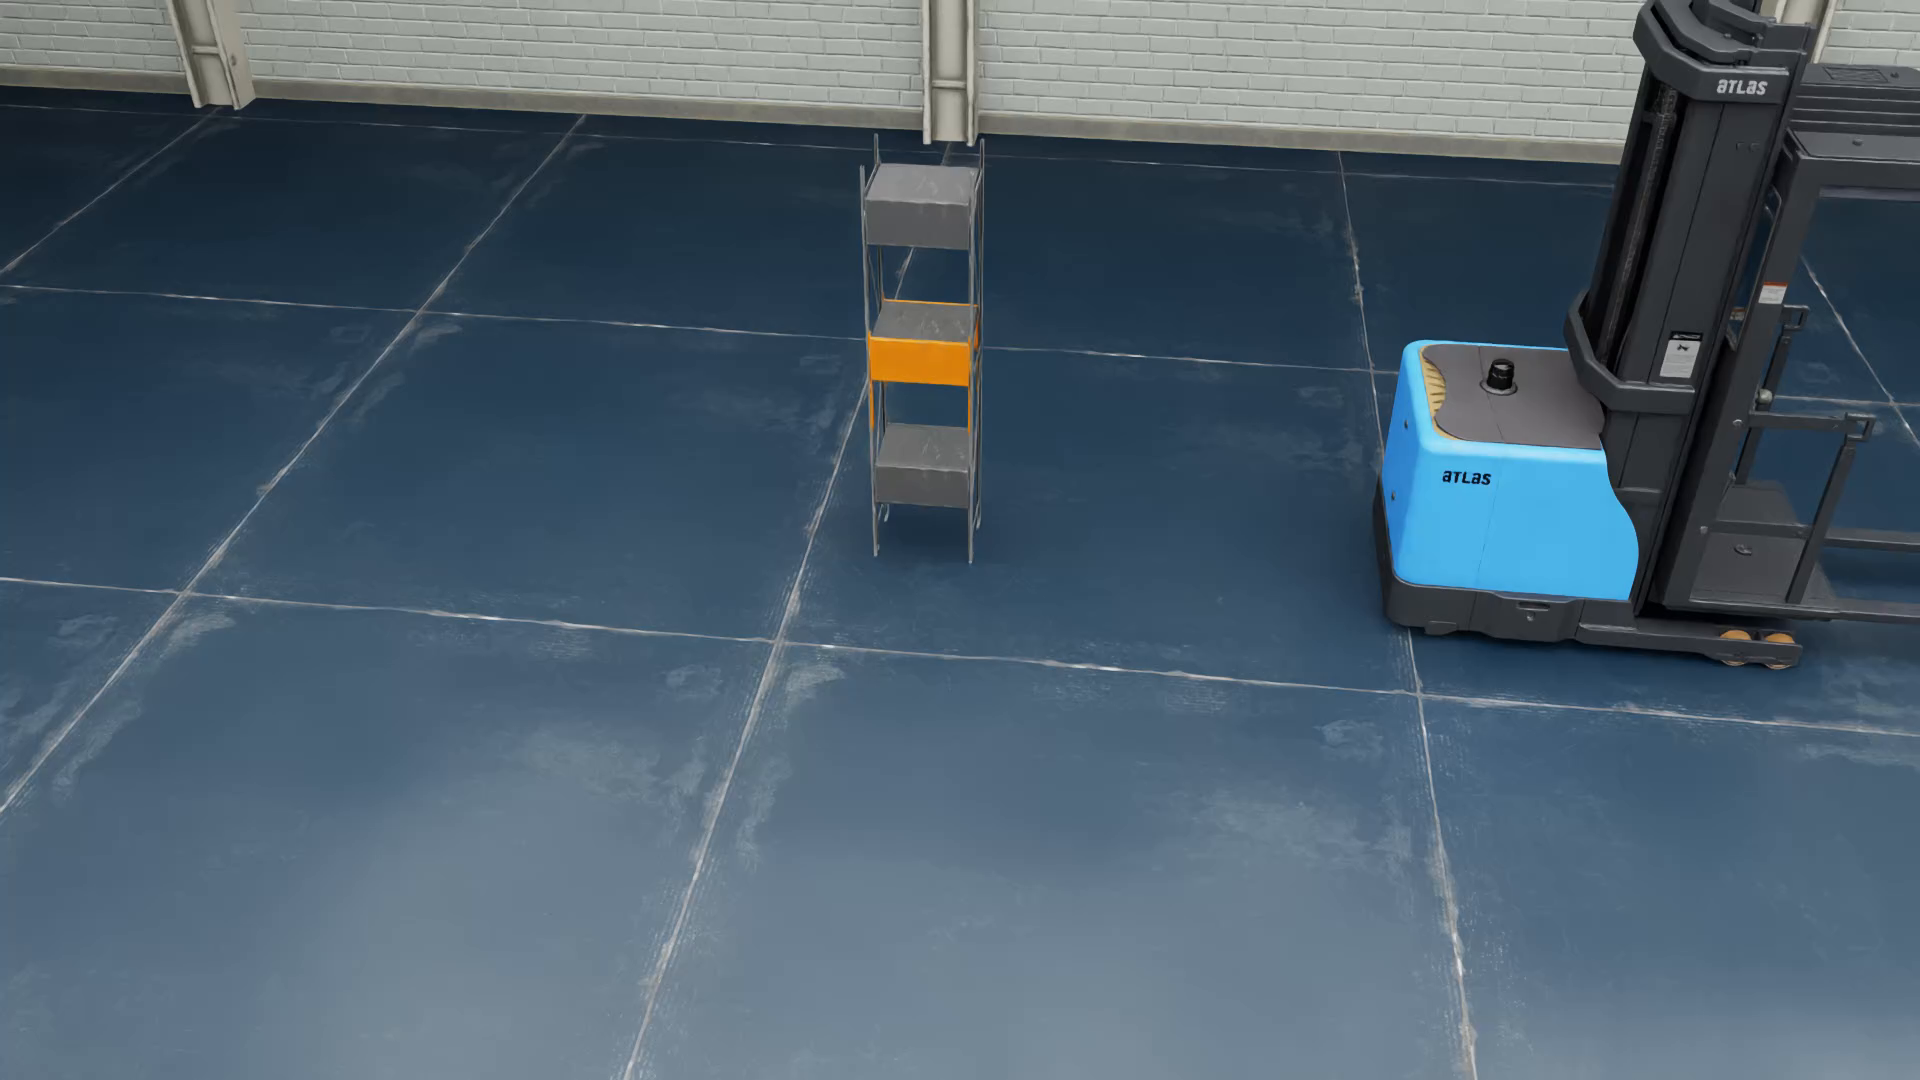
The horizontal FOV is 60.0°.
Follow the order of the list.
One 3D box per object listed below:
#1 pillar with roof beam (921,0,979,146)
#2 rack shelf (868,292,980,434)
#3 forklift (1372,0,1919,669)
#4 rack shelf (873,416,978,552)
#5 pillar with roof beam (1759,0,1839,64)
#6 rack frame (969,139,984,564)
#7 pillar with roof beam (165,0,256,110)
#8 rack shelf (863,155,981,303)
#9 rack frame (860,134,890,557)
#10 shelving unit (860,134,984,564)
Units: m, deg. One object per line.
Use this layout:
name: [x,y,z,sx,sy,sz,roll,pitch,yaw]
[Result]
pillar with roof beam: [-0.619,-4.335,6.935,0.400,9.000,9.100,4,36,6]
rack shelf: [-0.164,-0.856,8.022,0.480,0.518,0.431,4,36,6]
forklift: [3.600,-0.920,7.373,3.031,2.935,1.130,4,36,6]
rack shelf: [-0.164,-0.286,8.429,0.480,0.518,0.431,4,36,6]
pillar with roof beam: [5.332,-3.891,6.313,0.400,9.000,9.100,4,36,6]
rack frame: [0.078,-0.849,7.989,0.015,2.100,0.400,4,36,6]
pillar with roof beam: [-6.570,-4.779,7.557,0.400,9.000,9.100,4,36,6]
rack shelf: [-0.164,-1.426,7.616,0.480,0.518,0.431,4,36,6]
rack frame: [-0.406,-0.885,8.040,0.015,2.100,0.400,4,36,6]
shelving unit: [-0.164,-0.867,8.014,0.503,2.100,0.431,4,36,6]
